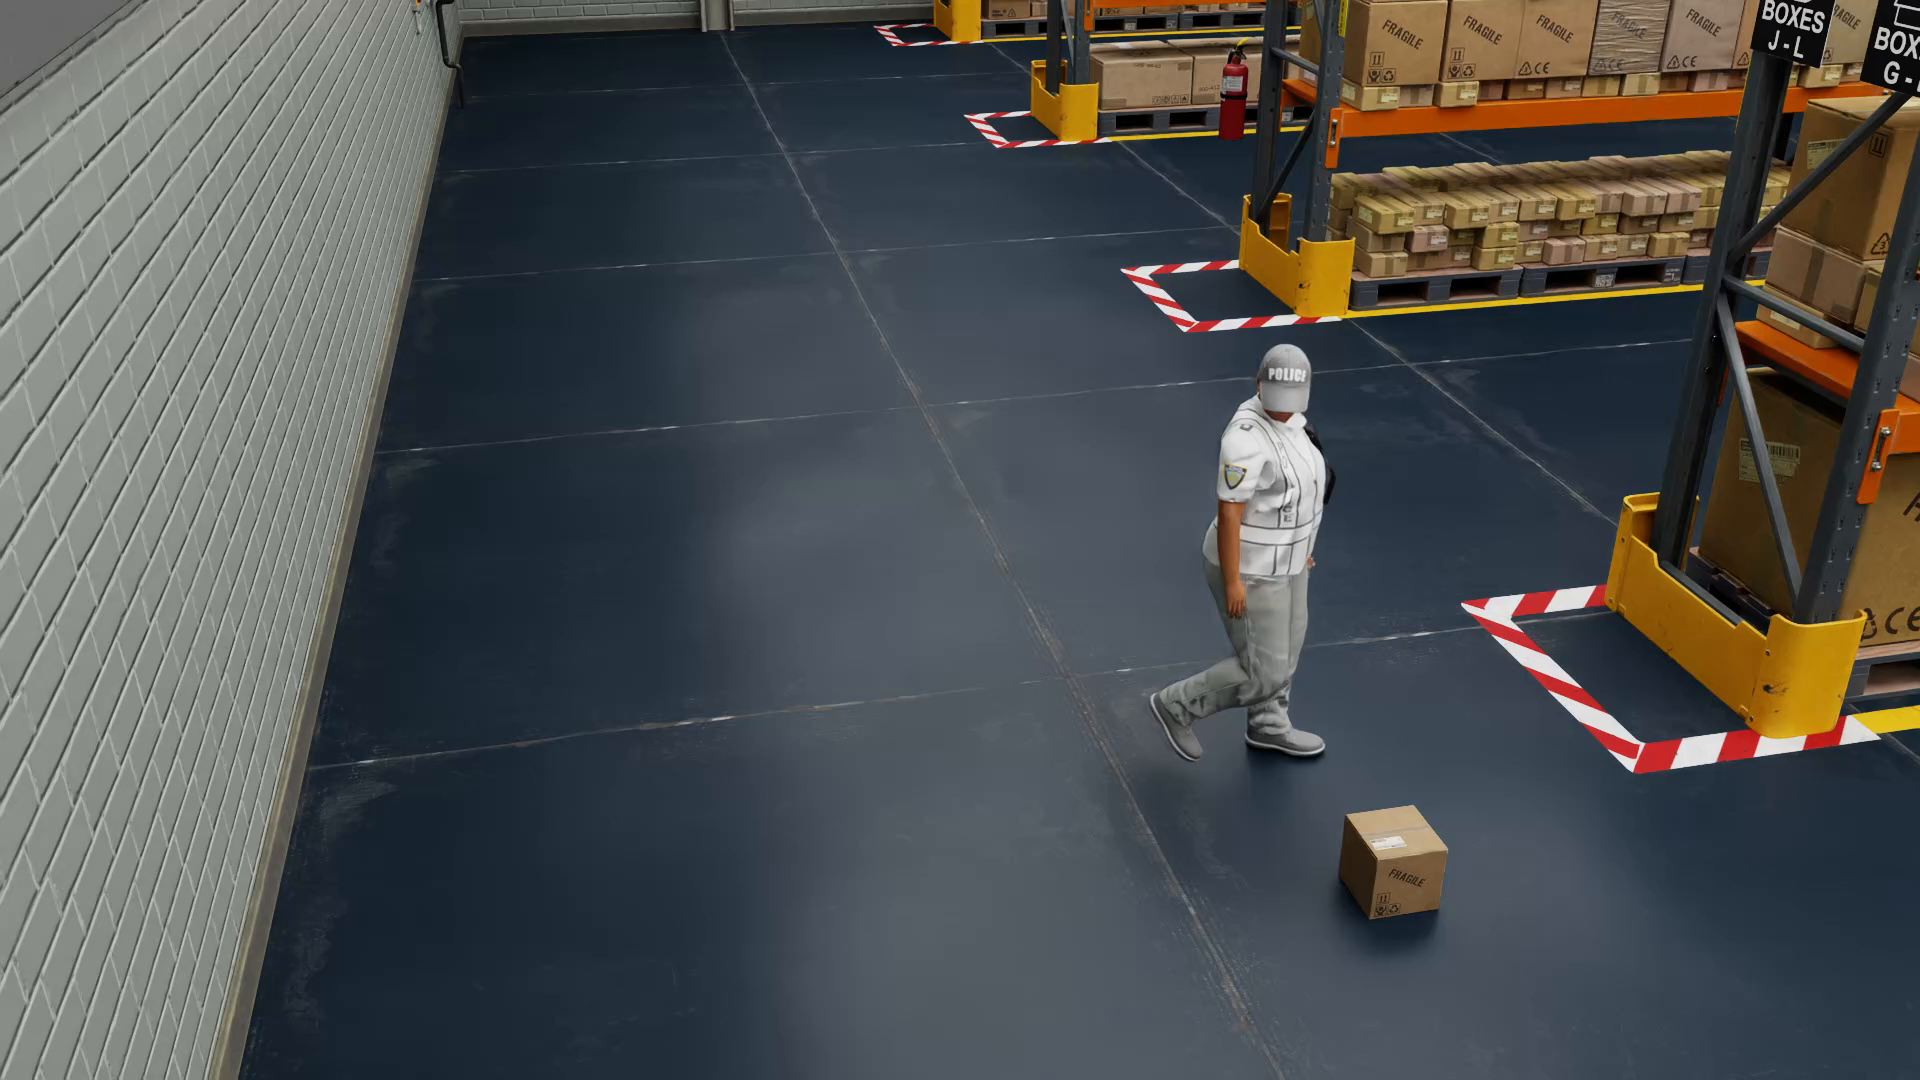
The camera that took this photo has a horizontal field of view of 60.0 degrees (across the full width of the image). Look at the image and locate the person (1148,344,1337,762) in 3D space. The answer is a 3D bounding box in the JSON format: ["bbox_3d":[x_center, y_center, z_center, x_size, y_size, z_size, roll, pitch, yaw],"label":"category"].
[{"bbox_3d":[1.049,0.075,5.946,0.590,1.656,0.519,13,30,24],"label":"person"}]
